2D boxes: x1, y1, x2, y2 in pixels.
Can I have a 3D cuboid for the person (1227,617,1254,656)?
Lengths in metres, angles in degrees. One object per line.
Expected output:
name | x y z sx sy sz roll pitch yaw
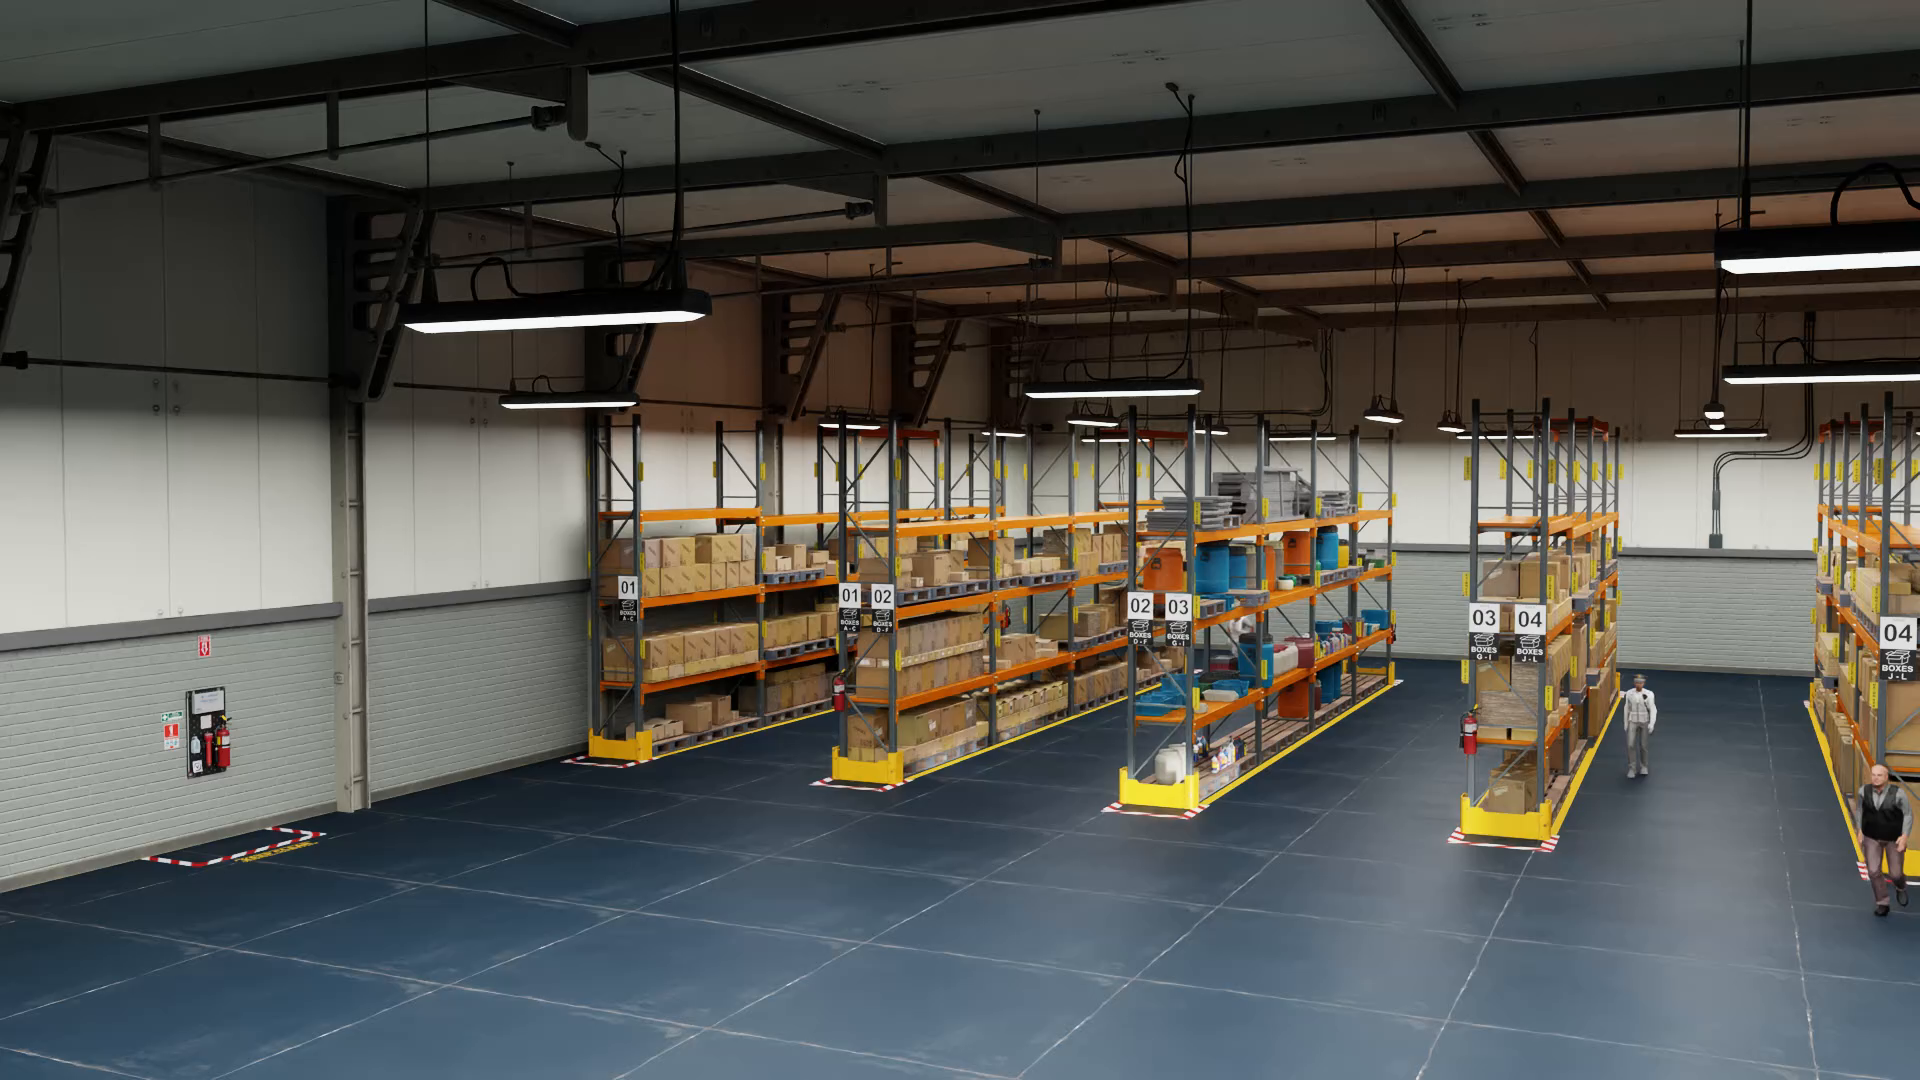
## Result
person | 6.906 2.448 40.941 0.728 1.622 0.620 2 3 34

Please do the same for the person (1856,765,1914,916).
person | 10.538 3.380 18.924 0.598 1.695 0.656 2 3 41

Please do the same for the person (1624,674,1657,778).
person | 11.184 3.056 27.361 0.525 1.714 0.539 1 3 32
